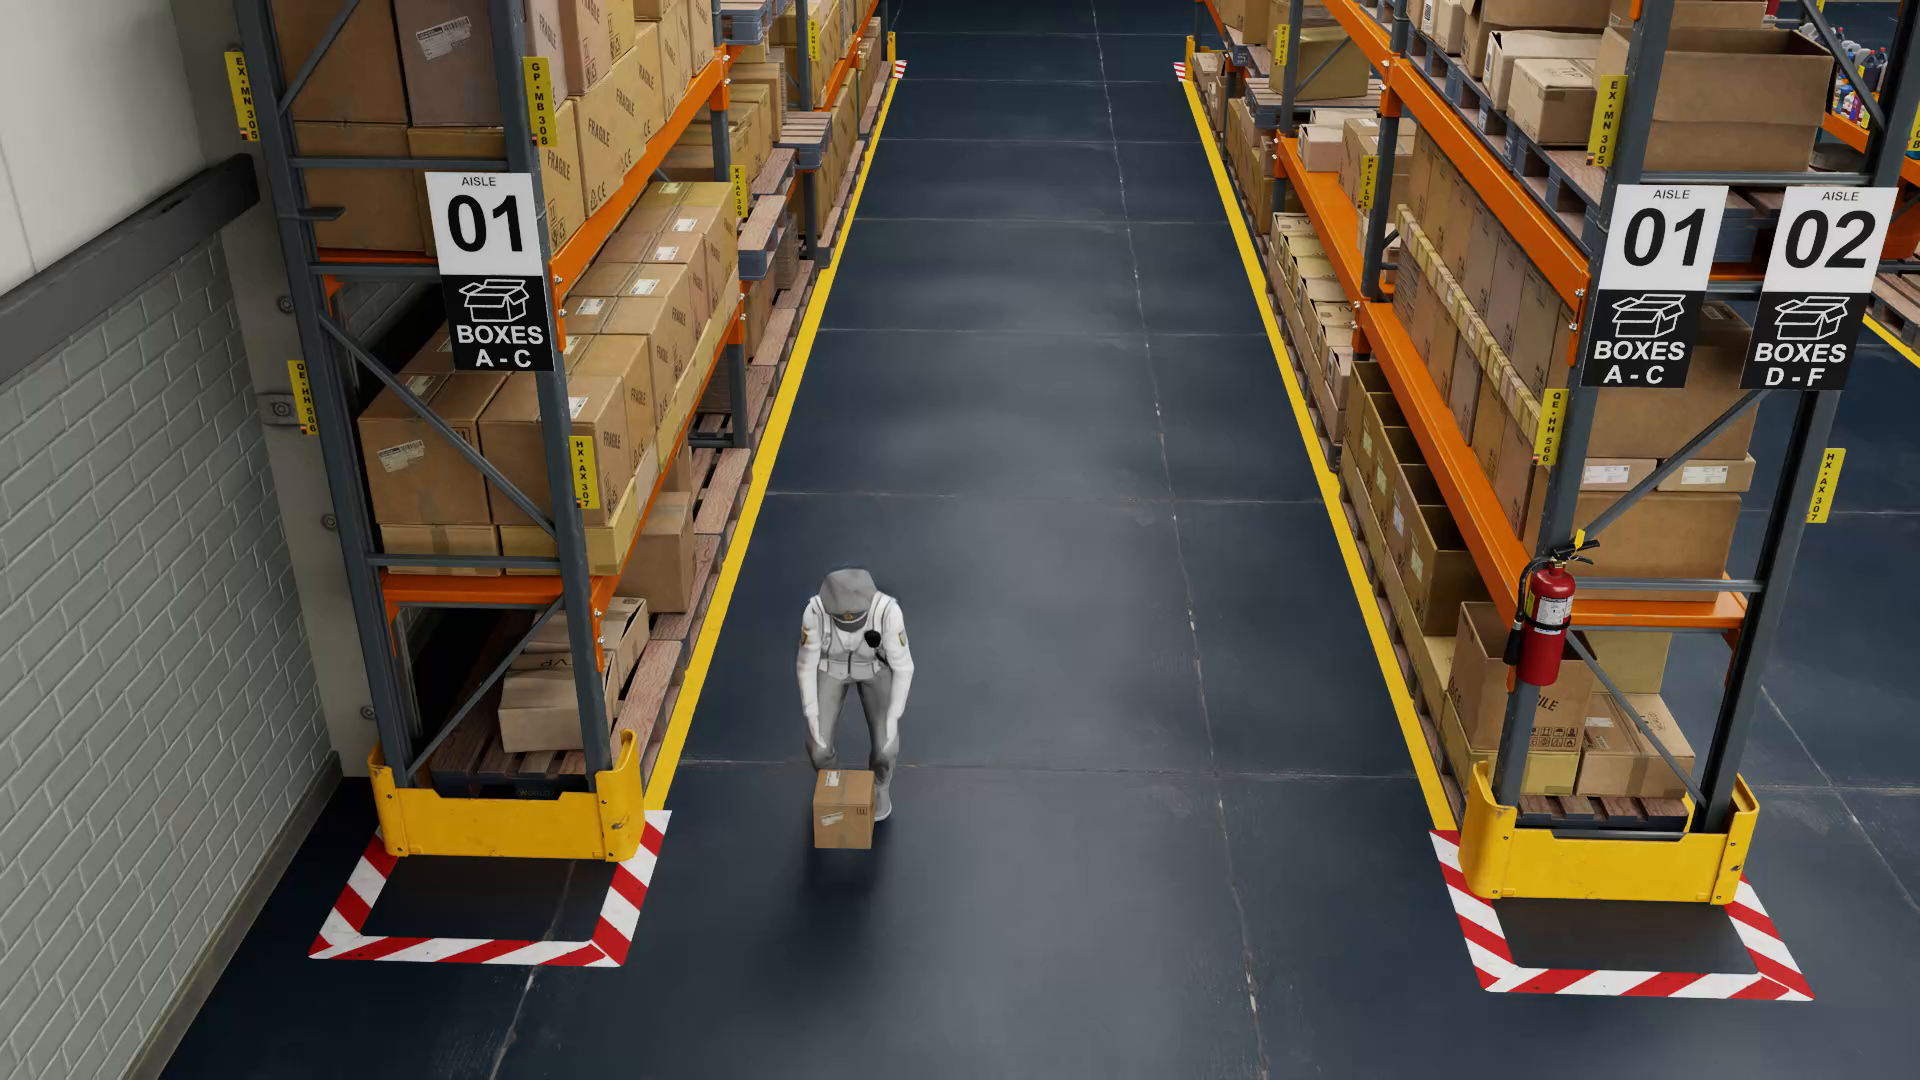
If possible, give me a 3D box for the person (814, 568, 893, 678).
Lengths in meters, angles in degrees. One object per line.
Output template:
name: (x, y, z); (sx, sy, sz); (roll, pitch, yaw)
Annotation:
person: (-0.490, 0.375, 7.459); (0.380, 0.698, 0.683); (1, 28, 2)
